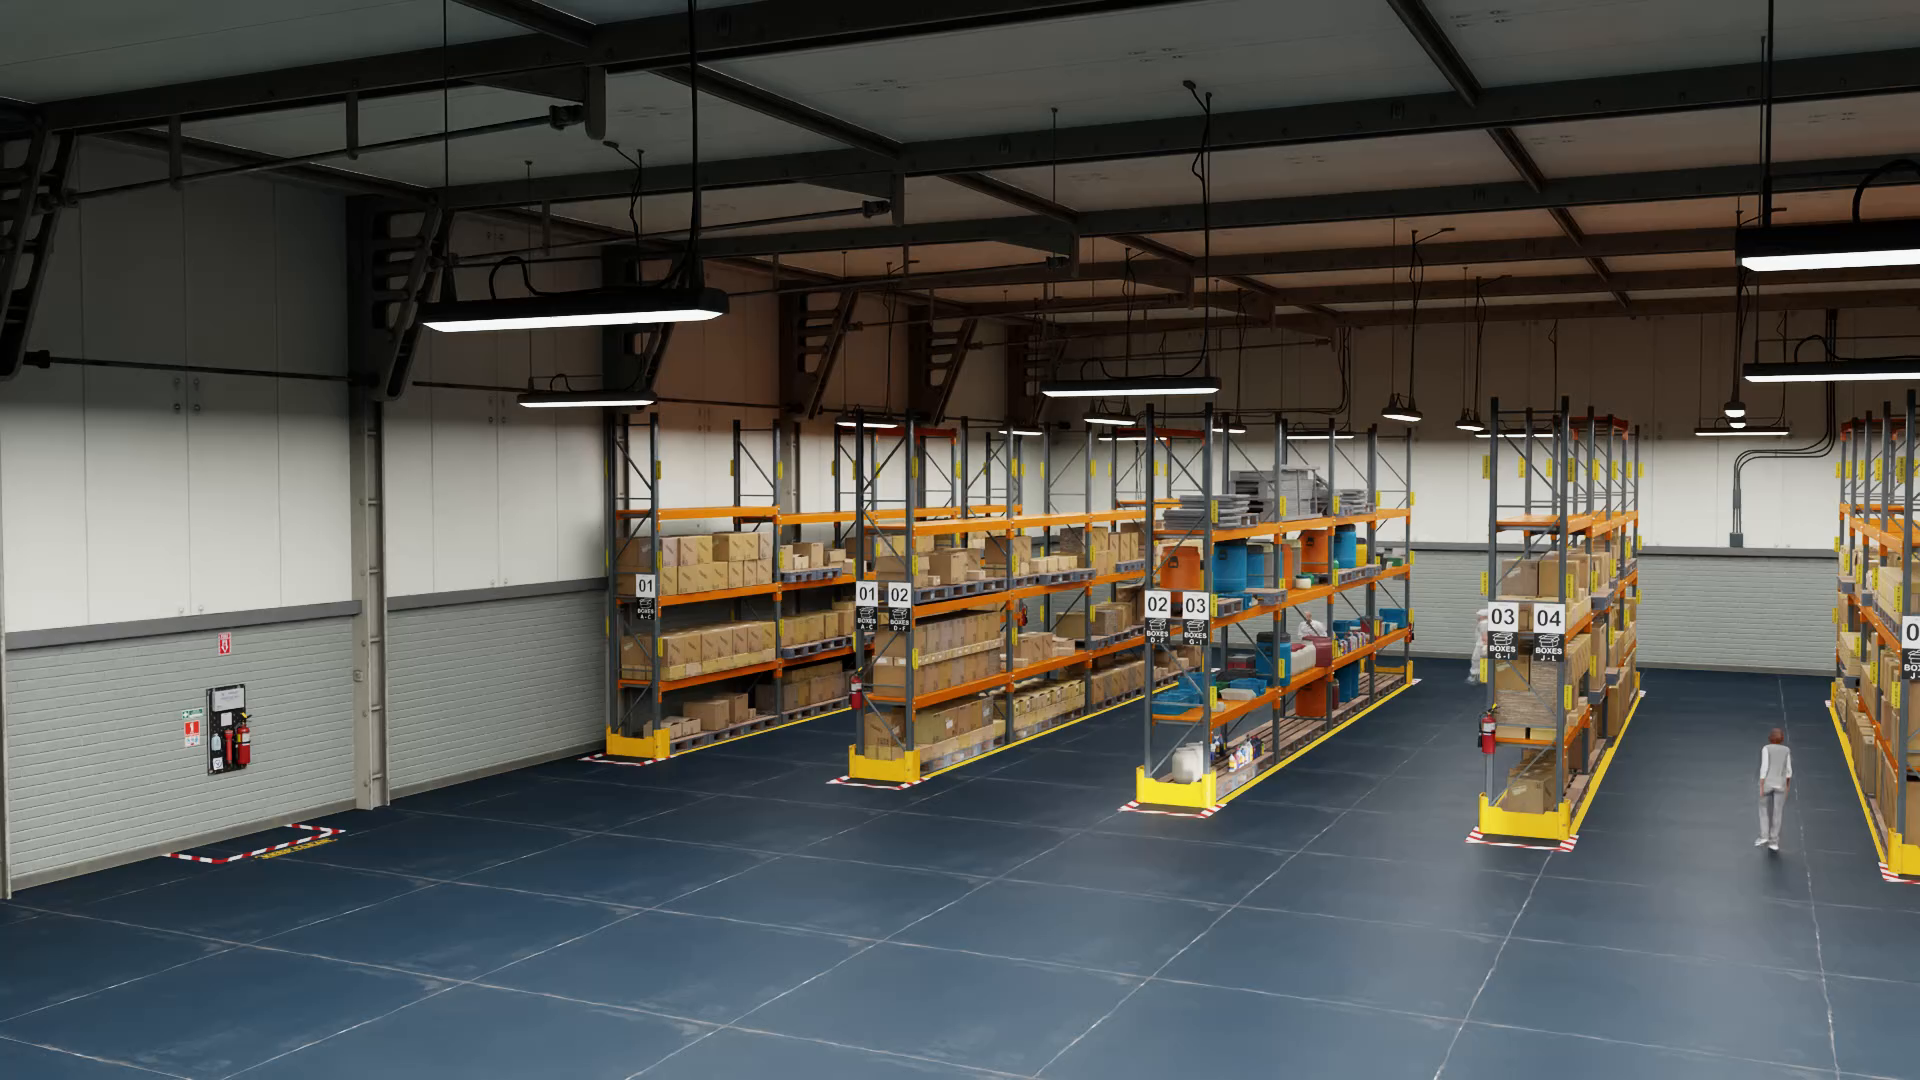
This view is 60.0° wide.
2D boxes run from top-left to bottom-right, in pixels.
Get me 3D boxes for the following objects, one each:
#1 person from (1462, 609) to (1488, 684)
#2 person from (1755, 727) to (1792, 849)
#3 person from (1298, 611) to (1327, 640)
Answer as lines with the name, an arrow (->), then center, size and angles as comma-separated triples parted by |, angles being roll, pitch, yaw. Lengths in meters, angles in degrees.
person -> 12.146, 2.490, 38.656 | 0.529, 1.766, 0.851 | -2, 3, -35
person -> 10.776, 3.301, 21.986 | 0.411, 1.626, 0.622 | 1, 3, 20
person -> 8.359, 2.506, 39.394 | 0.752, 1.676, 0.601 | 2, 3, 37
